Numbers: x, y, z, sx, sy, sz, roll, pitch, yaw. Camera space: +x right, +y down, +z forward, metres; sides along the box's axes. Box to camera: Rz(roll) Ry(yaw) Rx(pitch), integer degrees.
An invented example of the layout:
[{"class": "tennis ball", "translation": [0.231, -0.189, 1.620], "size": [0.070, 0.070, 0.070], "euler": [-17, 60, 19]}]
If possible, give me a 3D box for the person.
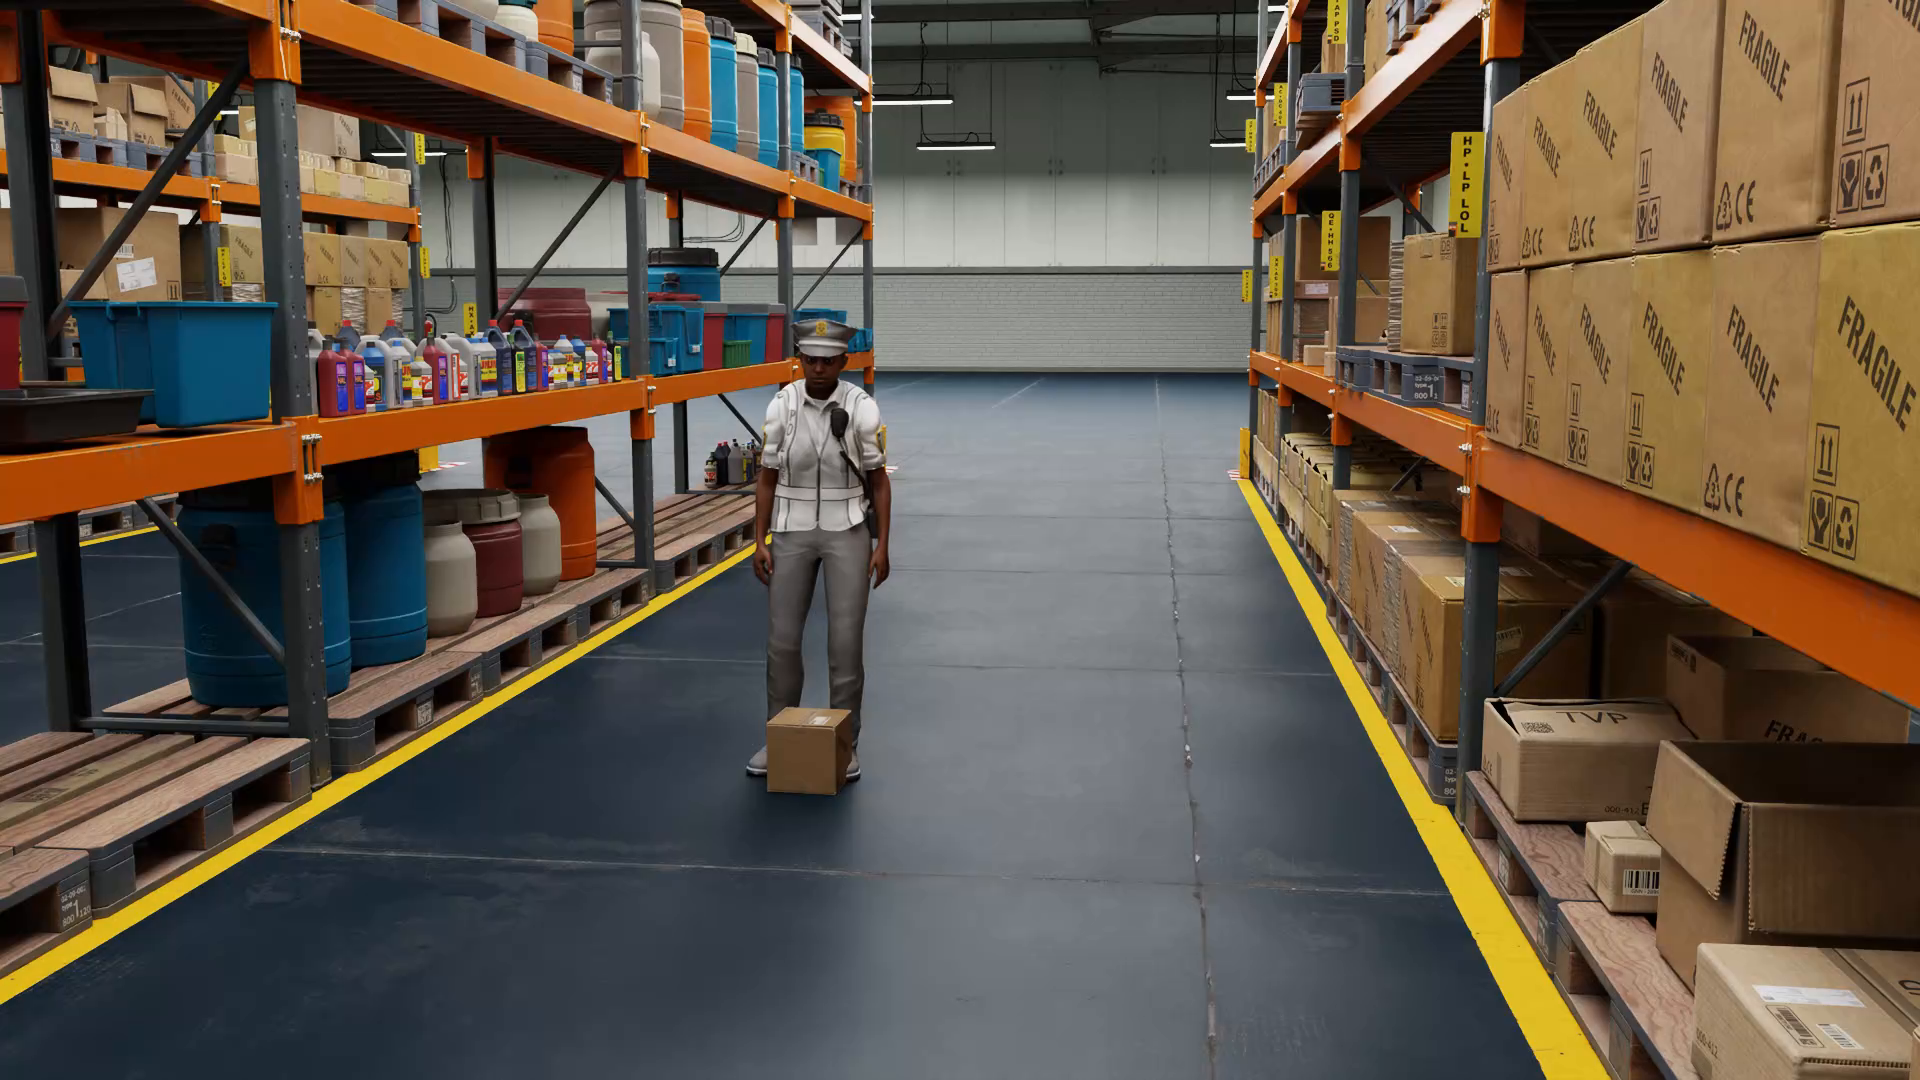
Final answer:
[{"class": "person", "translation": [-0.518, 0.026, 6.092], "size": [0.529, 1.663, 0.419], "euler": [1, 8, 4]}]
